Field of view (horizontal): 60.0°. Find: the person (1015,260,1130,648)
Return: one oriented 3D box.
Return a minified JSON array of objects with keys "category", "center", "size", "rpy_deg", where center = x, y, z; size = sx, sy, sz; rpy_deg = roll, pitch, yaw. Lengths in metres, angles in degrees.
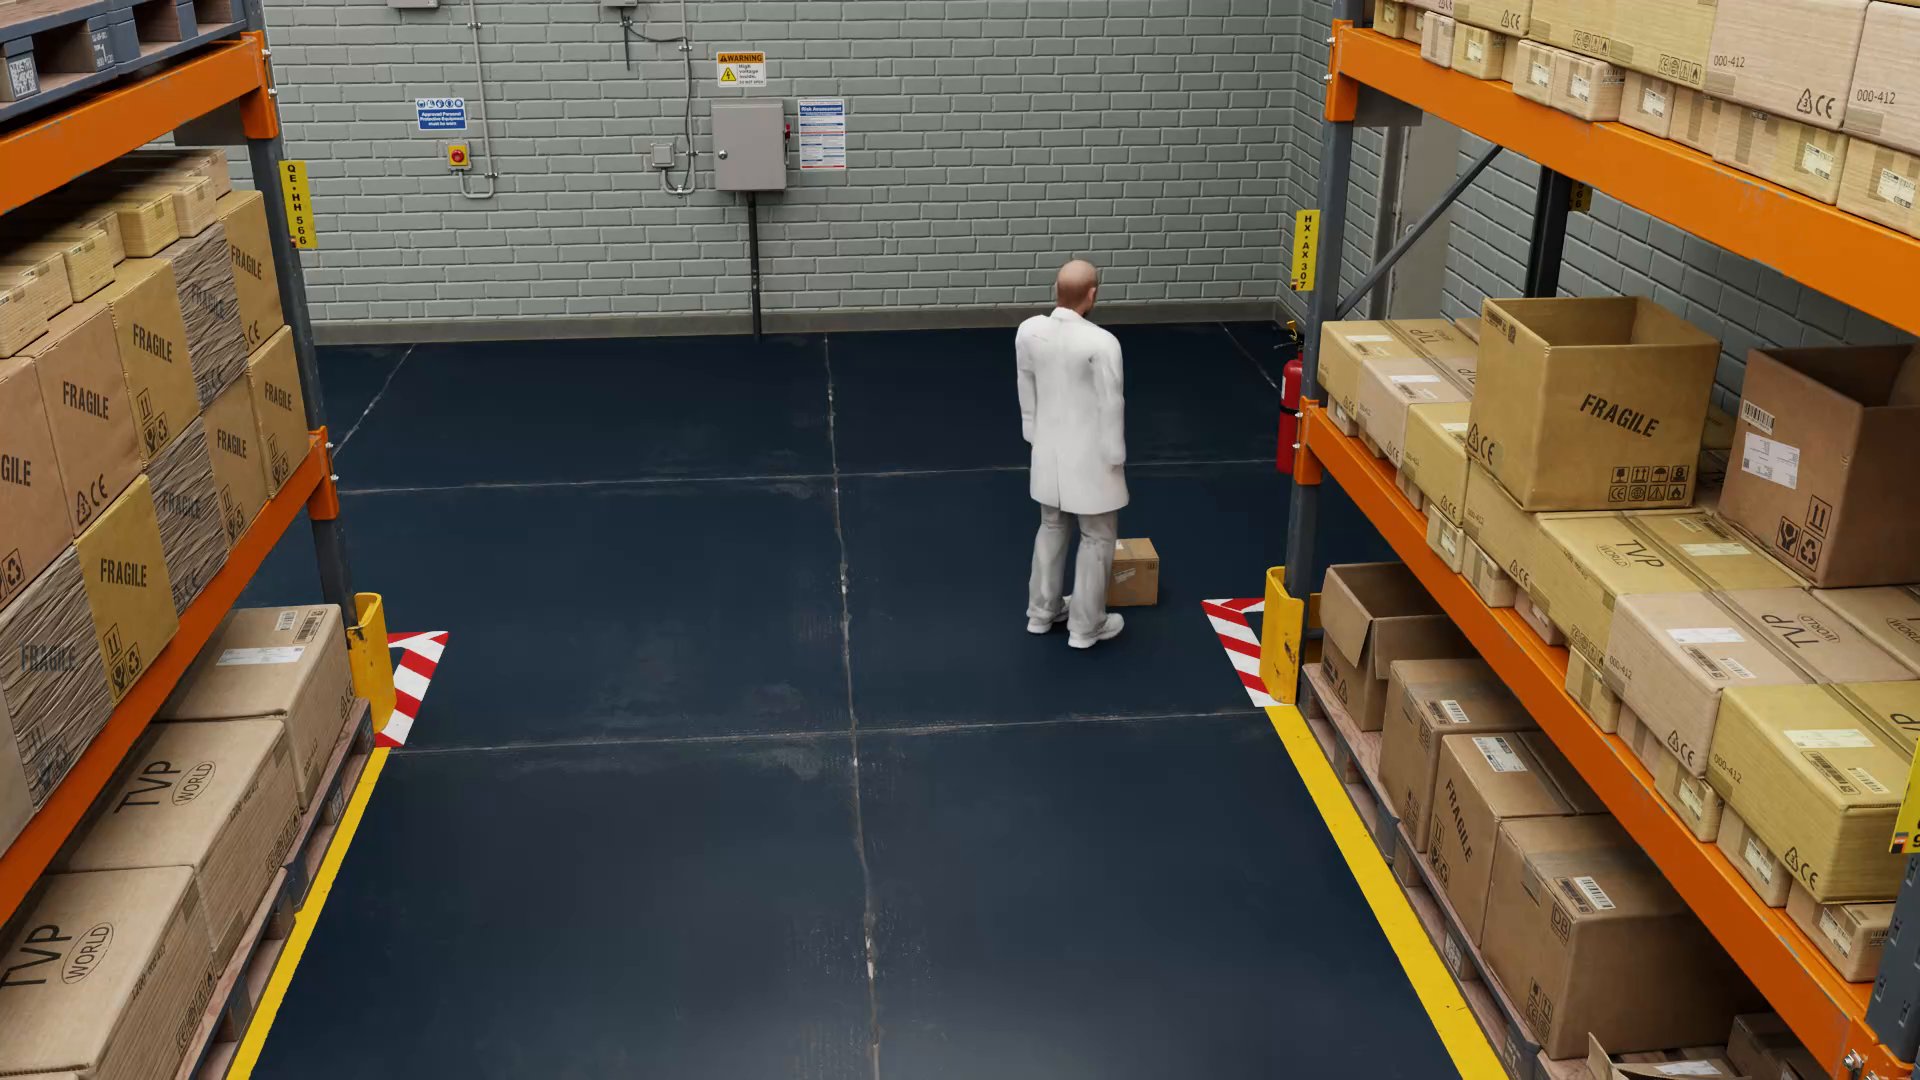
[{"category":"person","center":[0.516,-0.395,7.551],"size":[0.564,1.772,0.378],"rpy_deg":[18,29,36]}]
